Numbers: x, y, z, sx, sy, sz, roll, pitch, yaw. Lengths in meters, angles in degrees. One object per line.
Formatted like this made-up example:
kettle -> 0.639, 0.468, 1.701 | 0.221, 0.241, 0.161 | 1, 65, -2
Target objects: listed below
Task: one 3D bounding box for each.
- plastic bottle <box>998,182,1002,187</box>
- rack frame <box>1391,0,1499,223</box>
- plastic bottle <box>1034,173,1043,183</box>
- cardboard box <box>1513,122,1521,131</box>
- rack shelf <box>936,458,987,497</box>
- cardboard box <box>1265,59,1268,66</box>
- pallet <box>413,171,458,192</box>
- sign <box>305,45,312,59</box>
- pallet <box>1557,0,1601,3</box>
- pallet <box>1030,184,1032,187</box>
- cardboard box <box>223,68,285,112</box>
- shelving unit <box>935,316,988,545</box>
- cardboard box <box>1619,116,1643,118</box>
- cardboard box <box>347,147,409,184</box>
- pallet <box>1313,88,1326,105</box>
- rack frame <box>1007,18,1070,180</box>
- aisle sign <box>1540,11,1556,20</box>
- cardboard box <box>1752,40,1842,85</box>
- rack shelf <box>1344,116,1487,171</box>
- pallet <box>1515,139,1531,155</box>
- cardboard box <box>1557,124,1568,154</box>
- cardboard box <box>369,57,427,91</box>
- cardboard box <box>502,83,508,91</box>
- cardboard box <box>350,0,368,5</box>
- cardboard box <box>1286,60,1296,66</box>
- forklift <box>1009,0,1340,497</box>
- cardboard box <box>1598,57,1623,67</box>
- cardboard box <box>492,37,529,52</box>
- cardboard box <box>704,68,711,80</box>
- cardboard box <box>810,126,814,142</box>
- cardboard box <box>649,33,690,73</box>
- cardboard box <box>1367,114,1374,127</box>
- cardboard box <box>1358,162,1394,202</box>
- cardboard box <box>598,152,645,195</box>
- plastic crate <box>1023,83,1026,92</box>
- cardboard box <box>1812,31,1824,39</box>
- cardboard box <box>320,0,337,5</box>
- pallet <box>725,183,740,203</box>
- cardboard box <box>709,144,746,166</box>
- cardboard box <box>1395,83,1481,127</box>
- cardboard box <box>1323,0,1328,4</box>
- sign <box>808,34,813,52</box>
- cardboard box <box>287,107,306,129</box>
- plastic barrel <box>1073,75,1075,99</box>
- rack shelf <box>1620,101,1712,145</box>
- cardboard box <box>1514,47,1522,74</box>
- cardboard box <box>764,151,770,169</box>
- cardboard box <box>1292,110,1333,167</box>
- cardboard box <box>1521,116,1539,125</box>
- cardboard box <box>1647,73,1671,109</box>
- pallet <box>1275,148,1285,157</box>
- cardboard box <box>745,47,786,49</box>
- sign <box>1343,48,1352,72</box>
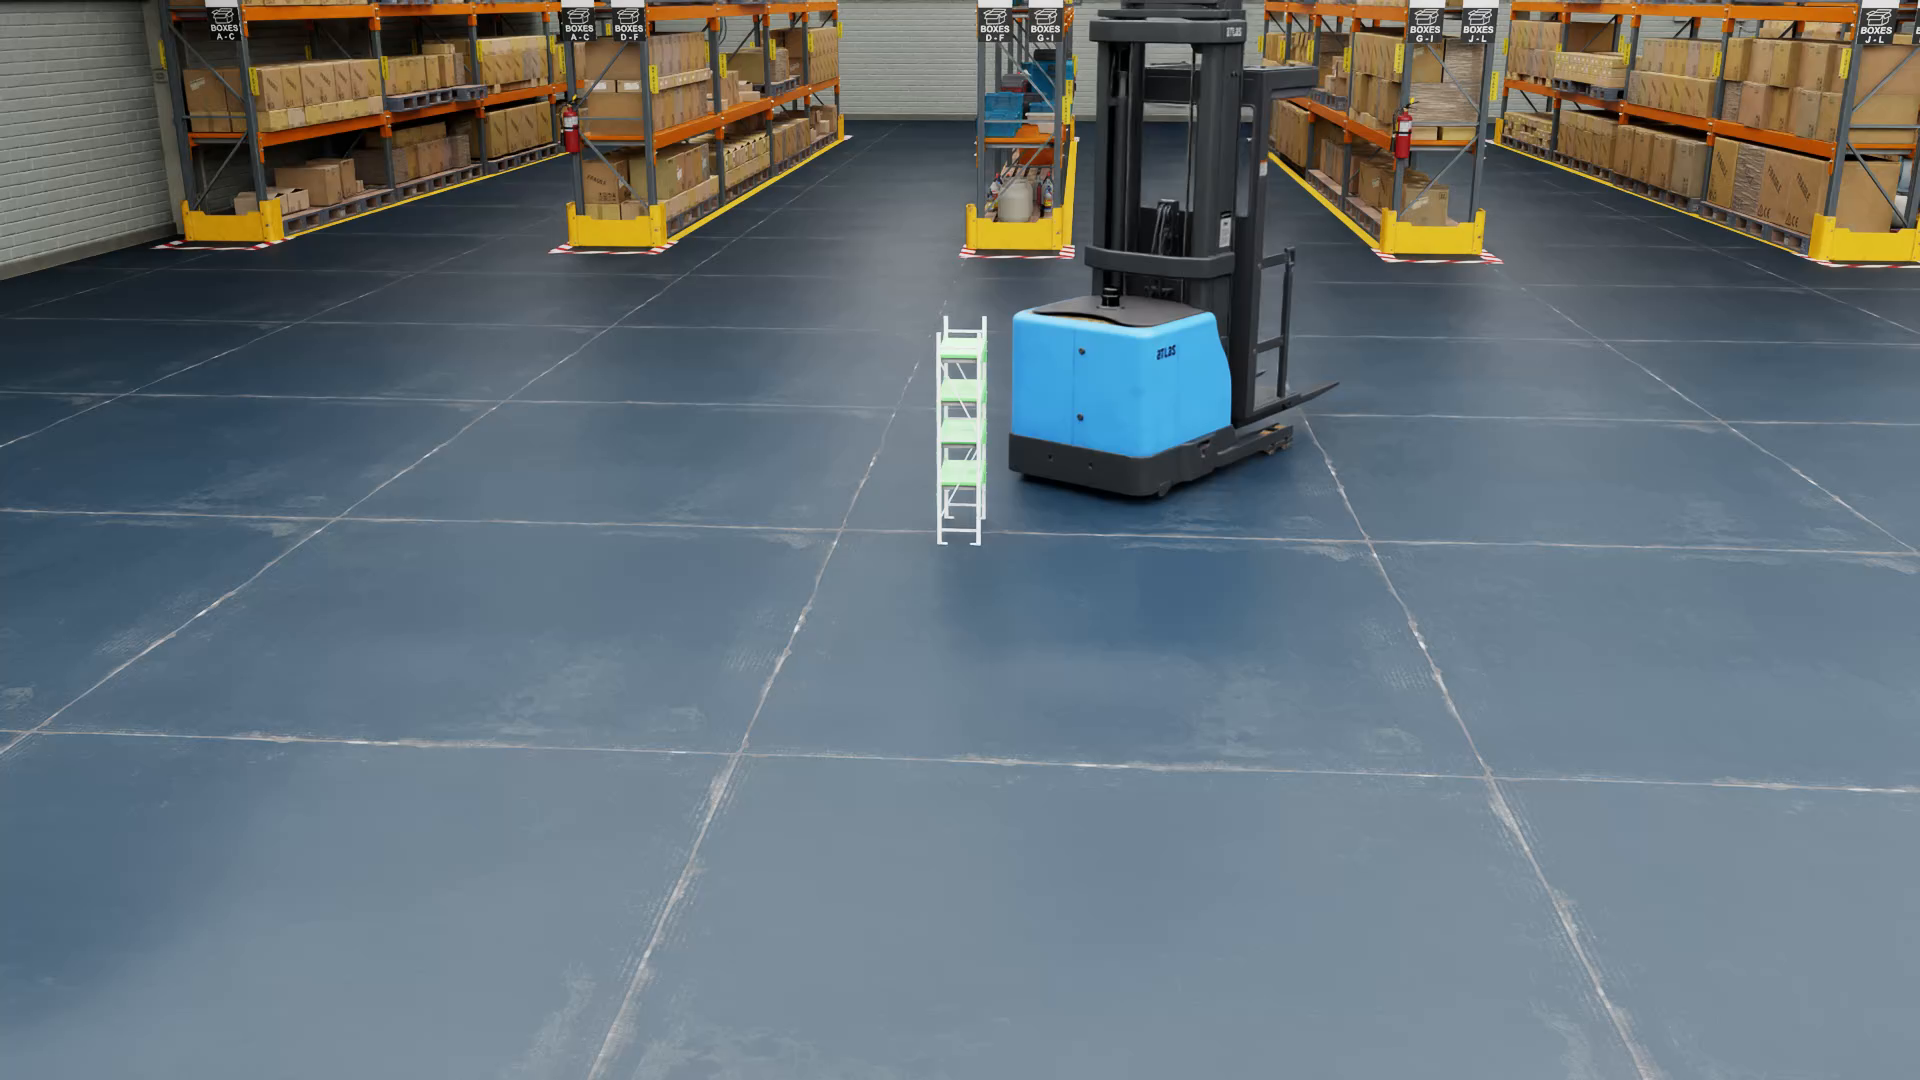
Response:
plastic bottle -> 0.539, -4.791, 22.904 | 0.097, 0.271, 0.097 | 0, 18, 0
rack frame -> 5.651, -4.873, 19.476 | 1.000, 3.000, 0.127 | 1, 18, 4
plastic bottle -> 1.095, -4.972, 23.329 | 0.144, 0.351, 0.185 | 1, 18, 4
cardboard box -> 11.312, -8.290, 33.331 | 0.380, 0.149, 0.250 | 2, 18, 6
rack shelf -> 0.012, -0.333, 9.488 | 0.258, 0.148, 0.480 | 1, 18, 4
cardboard box -> 6.464, -9.607, 33.689 | 0.500, 0.250, 0.500 | 1, 18, 3
pallet -> -8.745, -5.743, 26.612 | 1.003, 0.211, 1.213 | 1, 18, 4
sign -> -9.438, -7.008, 24.134 | 0.100, 0.325, 0.005 | 1, 18, 4
pallet -> 11.301, -9.604, 29.401 | 1.213, 0.211, 1.003 | 1, 18, 4
pallet -> 1.015, -5.145, 24.786 | 1.003, 0.211, 1.213 | 1, 18, 4
cardboard box -> -8.837, -5.640, 20.824 | 0.500, 0.500, 0.500 | 1, 18, 4
shelving unit -> 0.012, -0.622, 9.393 | 0.258, 1.200, 0.503 | 1, 18, 4
cardboard box -> 11.540, -7.103, 28.418 | 0.500, 0.250, 0.500 | 1, 18, 4
cardboard box -> -8.848, -5.697, 25.299 | 0.700, 0.500, 0.500 | 2, 18, 6
pallet -> 6.280, -7.042, 26.406 | 1.213, 0.211, 1.003 | 1, 18, 4
rack frame -> 1.284, -7.468, 27.396 | 1.000, 3.000, 0.127 | 1, 18, 4
aisle sign -> 12.042, -10.951, 33.852 | 0.394, 0.787, 0.004 | 1, 18, 4
cardboard box -> 10.718, -6.105, 21.263 | 0.875, 0.550, 0.550 | 1, 18, 4
rack shelf -> 5.794, -5.152, 21.484 | 1.077, 0.370, 4.000 | 1, 18, 4
pallet -> 11.549, -7.722, 32.649 | 1.003, 0.211, 1.213 | 1, 18, 4
cardboard box -> 11.134, -7.246, 30.058 | 0.500, 0.500, 0.500 | 2, 18, 6
cardboard box -> -8.750, -7.239, 25.831 | 0.700, 0.500, 0.500 | 4, 19, 11
cardboard box -> -8.278, -8.076, 29.625 | 0.380, 0.149, 0.250 | 2, 18, 5
cardboard box -> -8.674, -7.766, 23.296 | 0.500, 0.500, 0.500 | 2, 18, 5
cardboard box -> 6.229, -8.510, 30.416 | 0.500, 0.500, 0.500 | 1, 18, 4
forklift -> 1.613, -2.046, 10.961 | 1.130, 2.935, 3.031 | 14, 23, 36
cardboard box -> 10.781, -7.900, 27.488 | 0.380, 0.149, 0.250 | 2, 18, 6
cardboard box -> -8.172, -9.018, 30.253 | 0.500, 0.250, 0.500 | 2, 18, 5
cardboard box -> -3.749, -6.604, 23.557 | 0.380, 0.149, 0.250 | 1, 18, 4
cardboard box -> -3.123, -7.879, 32.262 | 0.500, 0.311, 0.500 | 1, 18, 4
cardboard box -> -4.040, -6.551, 22.354 | 0.700, 0.500, 0.500 | 1, 18, 4
cardboard box -> 5.528, -5.469, 21.701 | 0.380, 0.149, 0.250 | 1, 18, 4
cardboard box -> 5.869, -5.003, 23.215 | 0.500, 0.500, 0.500 | 1, 18, 2
cardboard box -> -4.431, -4.828, 21.878 | 0.500, 0.500, 0.500 | 1, 18, 4
plastic crate -> 0.766, -6.567, 24.674 | 0.392, 0.384, 0.575 | 1, 18, 4
cardboard box -> 16.199, -9.211, 30.950 | 0.500, 0.500, 0.500 | 1, 18, 3
cardboard box -> -8.725, -7.437, 22.292 | 0.500, 0.500, 0.500 | 1, 18, 2
pallet -> -3.929, -5.242, 25.081 | 1.003, 0.211, 1.213 | 1, 18, 4
cardboard box -> -3.588, -5.936, 25.561 | 0.500, 0.311, 0.500 | 1, 18, 2
cardboard box -> 5.718, -5.232, 19.934 | 0.875, 0.500, 0.500 | 1, 18, 4
cardboard box -> 5.900, -8.412, 25.701 | 0.500, 0.250, 0.500 | 2, 18, 5
sign -> -2.816, -9.361, 31.314 | 0.100, 0.325, 0.005 | 1, 18, 4
cardboard box -> -8.796, -5.449, 21.443 | 0.500, 0.250, 0.500 | 1, 18, 2
plastic barrel -> 1.553, -7.382, 26.915 | 0.600, 0.536, 0.708 | 1, 18, 4
rack shelf -> 11.021, -6.252, 24.842 | 1.077, 0.370, 4.000 | 1, 18, 4
cardboard box -> 11.417, -9.589, 33.230 | 0.500, 0.500, 0.500 | 1, 18, 4
cardboard box -> -3.451, -6.304, 27.585 | 0.500, 0.250, 0.500 | 2, 18, 5
cardboard box -> 6.295, -6.761, 27.977 | 1.225, 0.875, 0.875 | 0, 18, 1
cardboard box -> 11.287, -8.263, 32.772 | 0.380, 0.149, 0.250 | 2, 18, 5
cardboard box -> 10.793, -6.815, 25.242 | 0.500, 0.500, 0.500 | 1, 18, 4
pallet -> 6.644, -7.509, 32.000 | 1.003, 0.211, 1.213 | 1, 18, 4
cardboard box -> -3.626, -8.927, 31.014 | 0.700, 0.500, 0.500 | -5, 19, -15
sign -> 5.384, -6.676, 23.122 | 0.100, 0.325, 0.005 | 1, 18, 4
